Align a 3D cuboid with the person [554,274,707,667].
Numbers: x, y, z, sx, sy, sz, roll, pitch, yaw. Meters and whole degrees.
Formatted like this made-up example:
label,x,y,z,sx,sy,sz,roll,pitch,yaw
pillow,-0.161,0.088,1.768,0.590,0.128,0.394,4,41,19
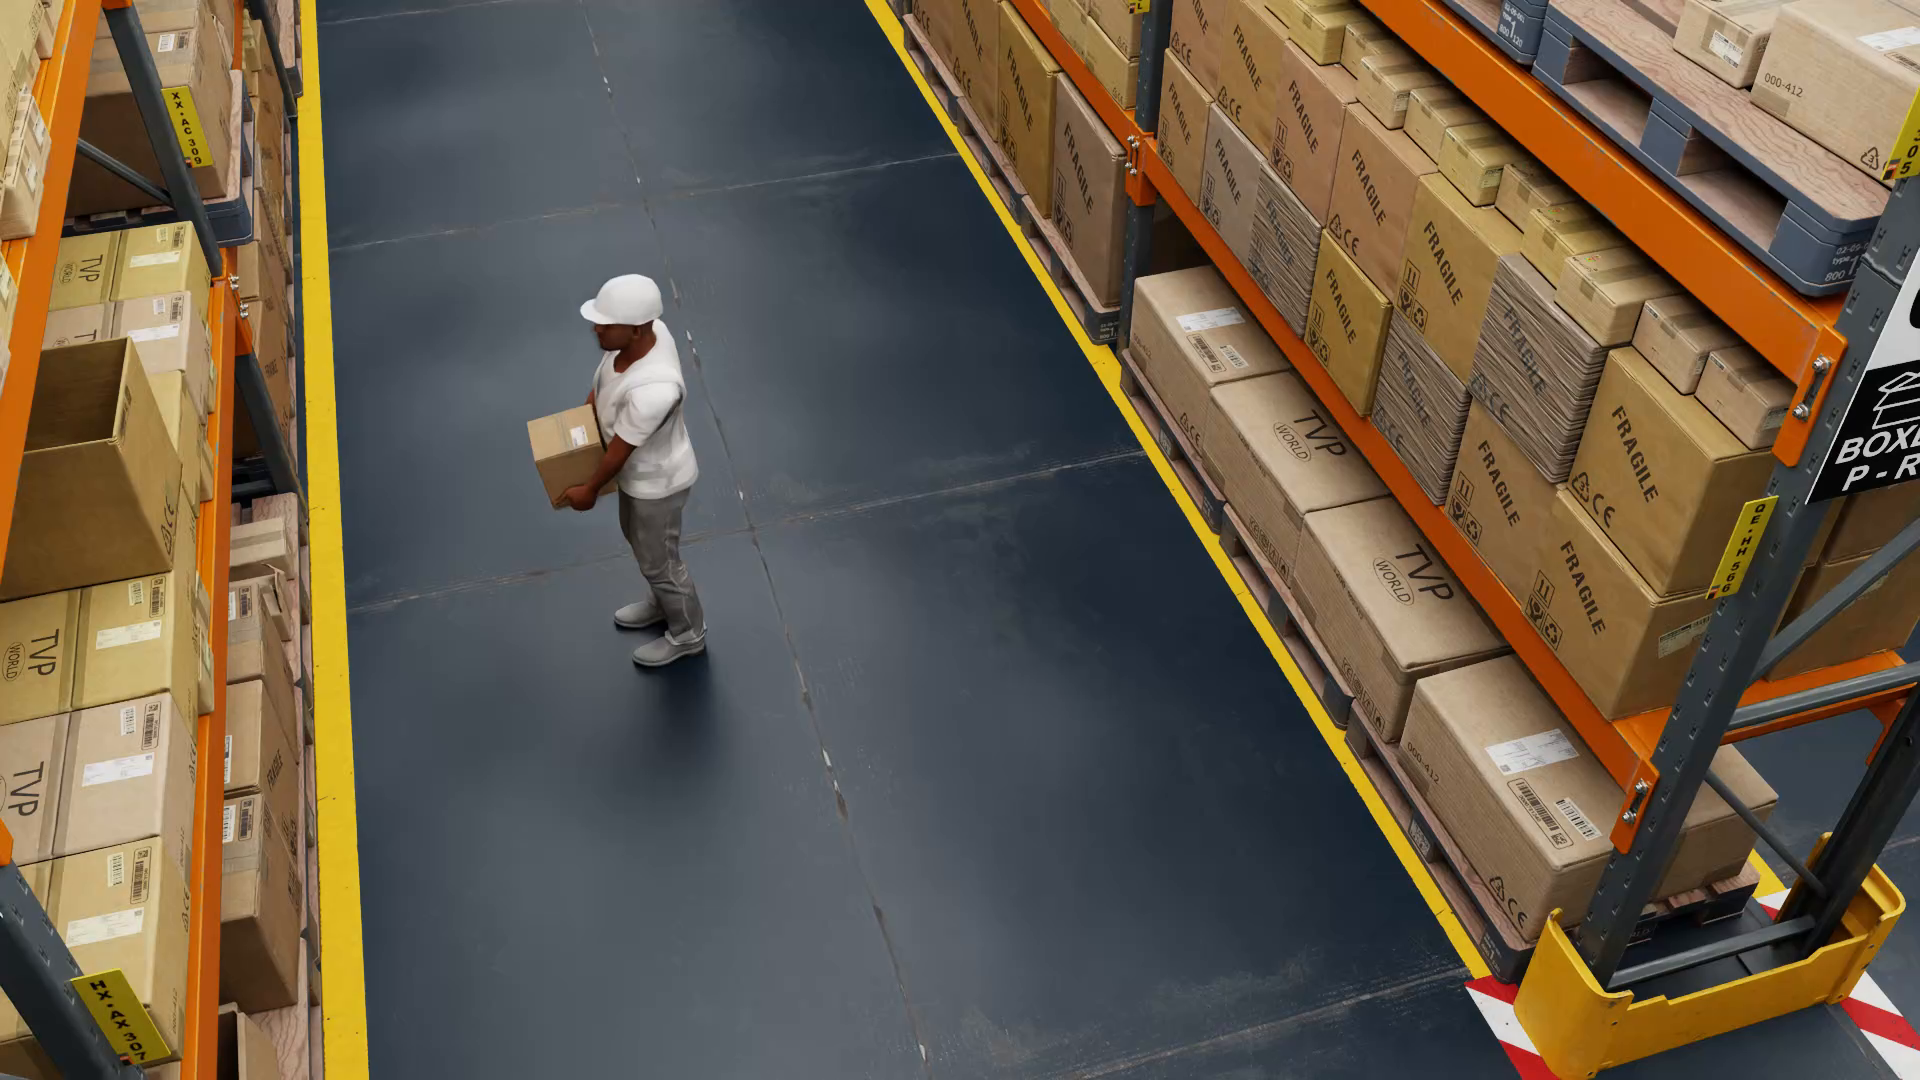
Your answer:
label,x,y,z,sx,sy,sz,roll,pitch,yaw
person,-1.294,-0.244,6.414,0.557,1.763,0.505,-12,43,-13
